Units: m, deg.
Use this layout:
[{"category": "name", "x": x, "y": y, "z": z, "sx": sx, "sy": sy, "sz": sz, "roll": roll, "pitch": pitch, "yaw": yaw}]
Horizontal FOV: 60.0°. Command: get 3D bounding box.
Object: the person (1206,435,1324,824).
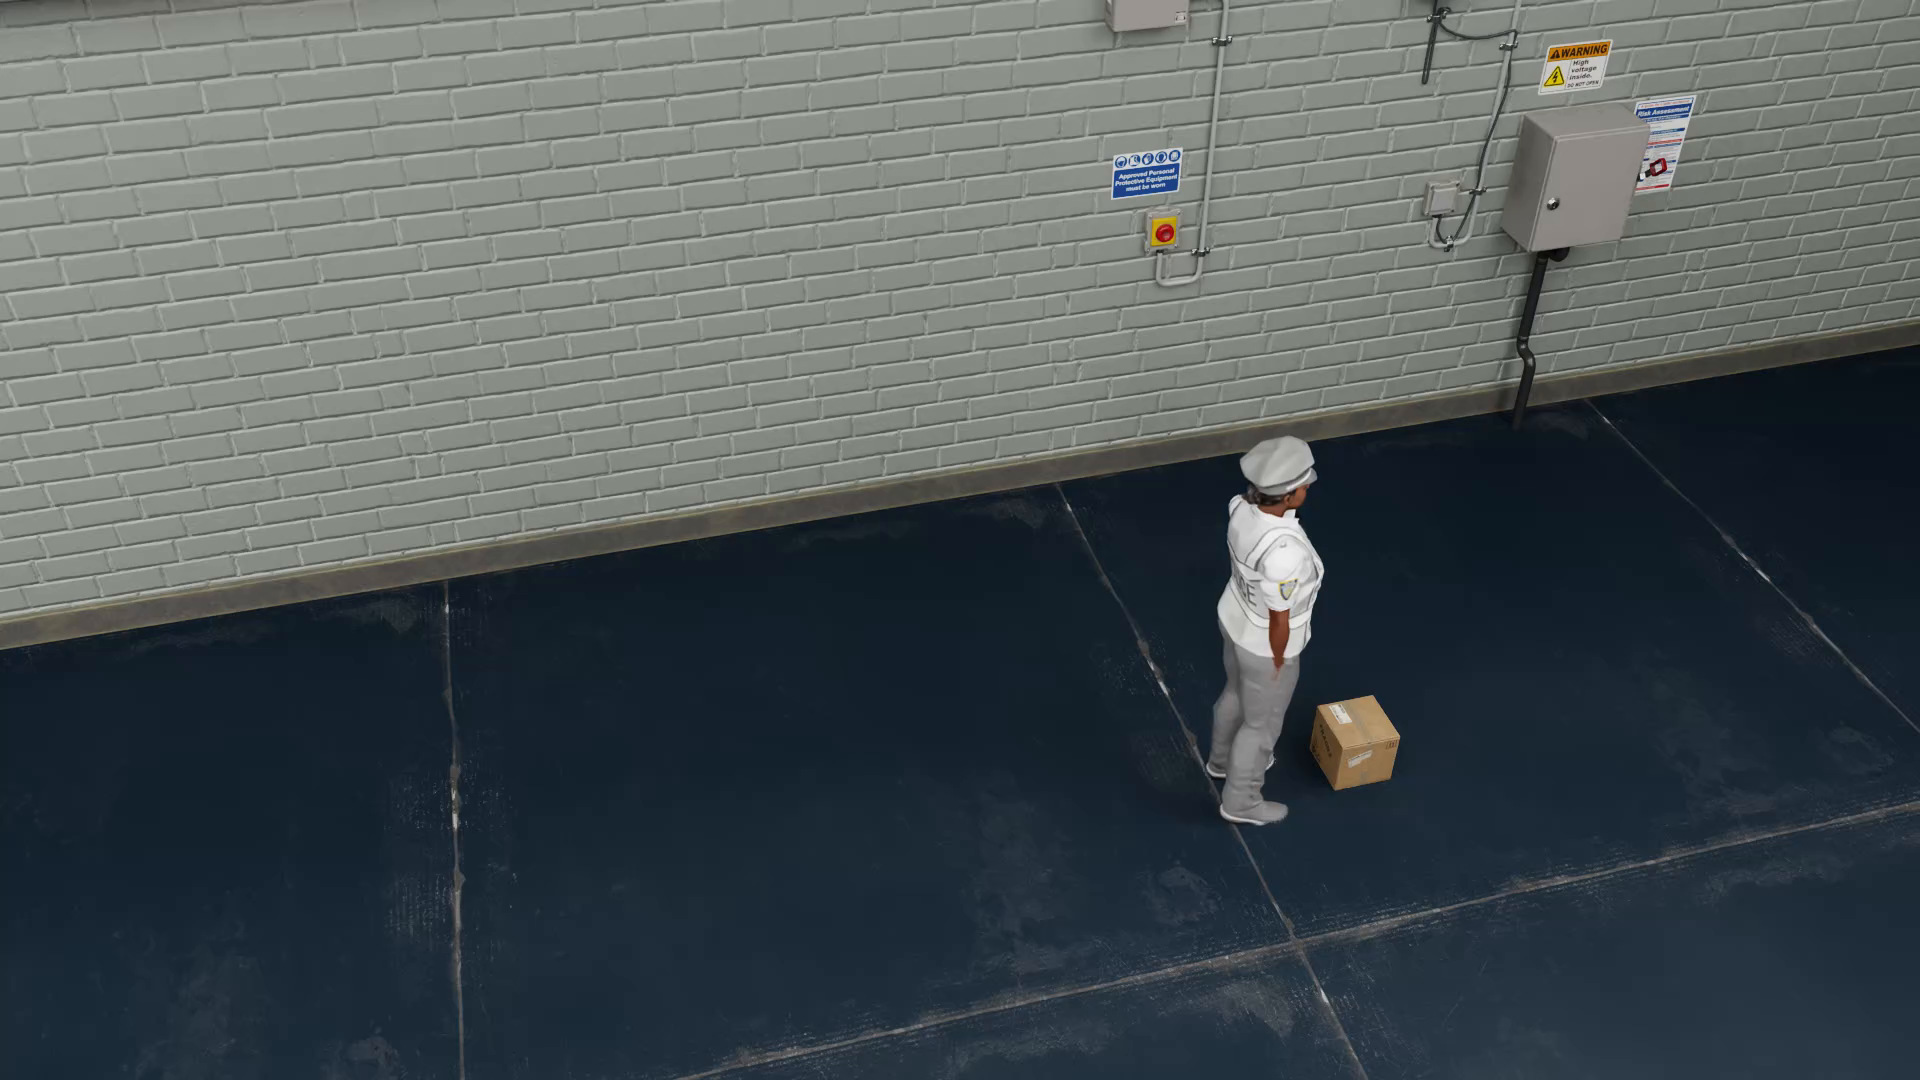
[{"category": "person", "x": 1.150, "y": 0.355, "z": 6.275, "sx": 0.351, "sy": 1.716, "sz": 0.452, "roll": -9, "pitch": 39, "yaw": -11}]
